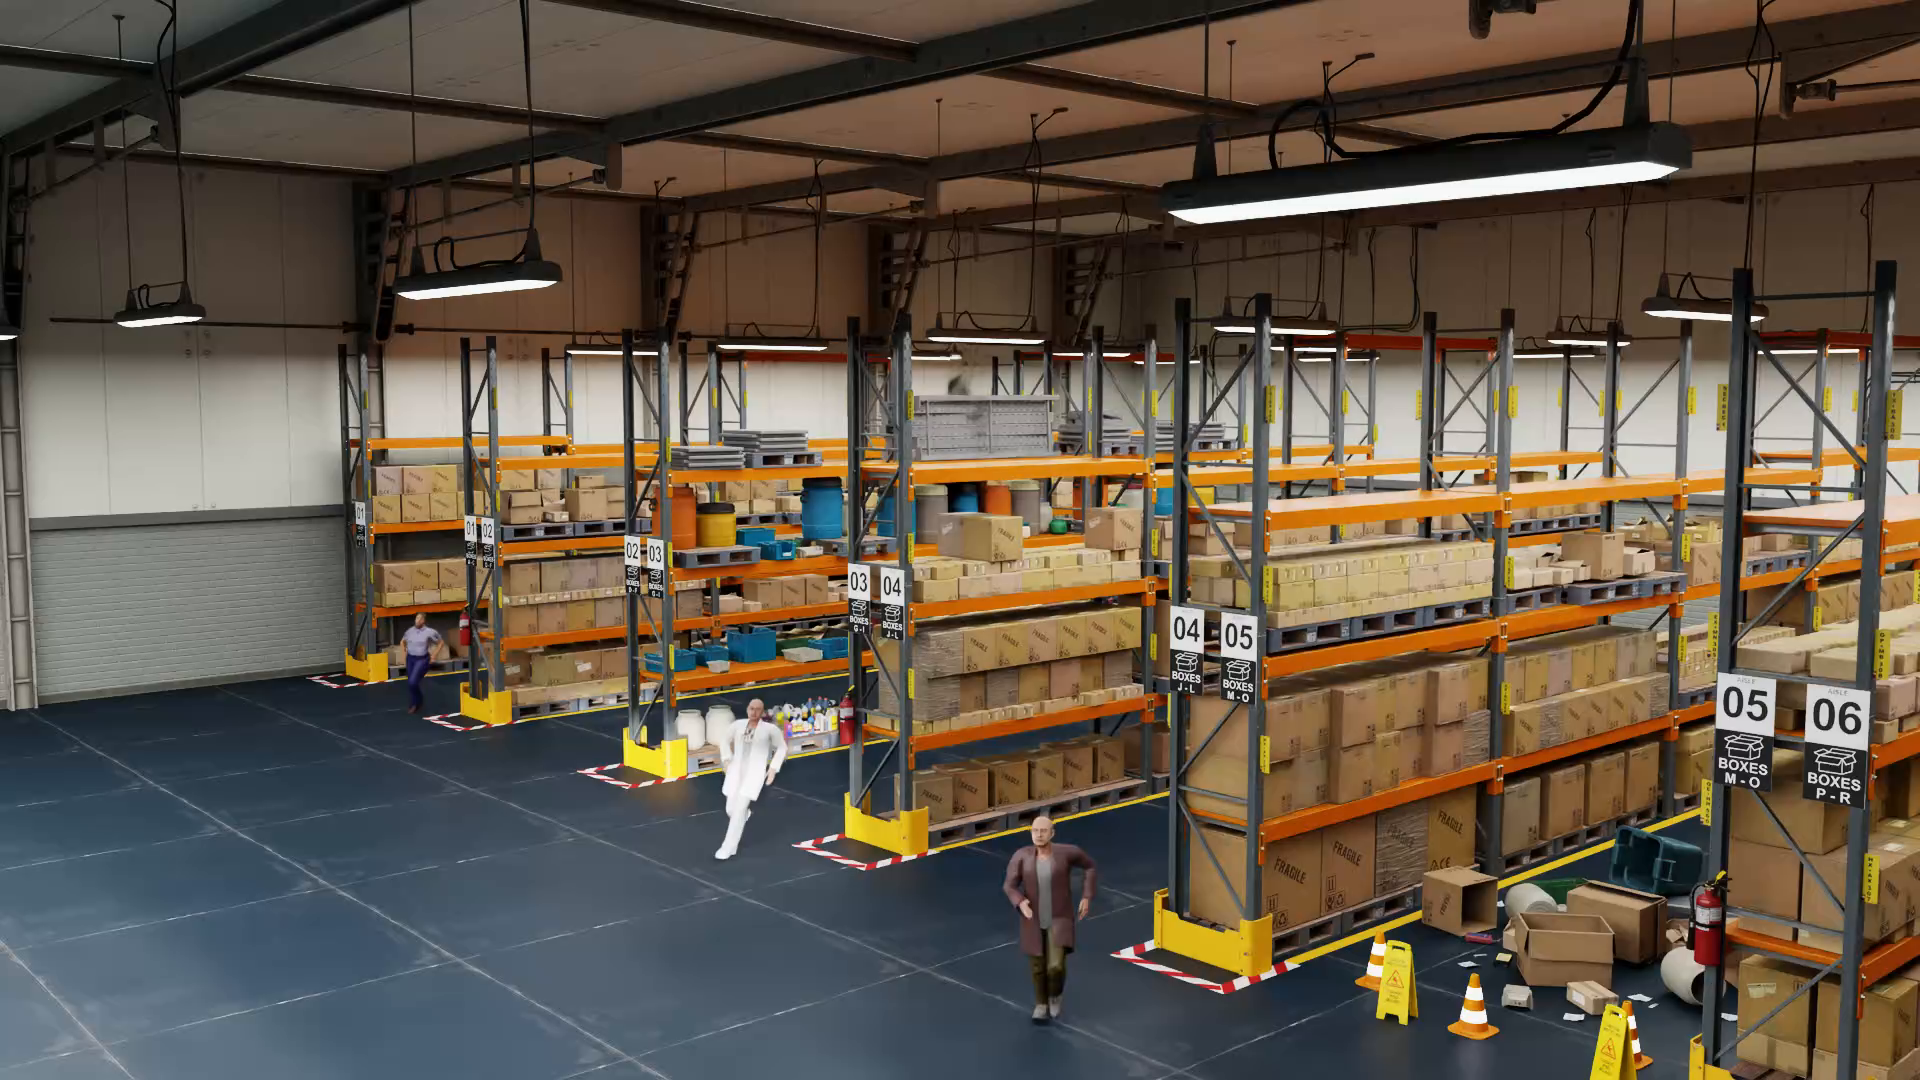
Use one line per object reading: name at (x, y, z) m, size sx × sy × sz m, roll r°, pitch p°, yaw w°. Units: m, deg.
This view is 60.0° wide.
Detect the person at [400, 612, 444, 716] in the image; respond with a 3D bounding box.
person at (-8.653, 1.978, 26.627) m, size 0.658 × 1.649 × 0.638 m, roll 1°, pitch 5°, yaw 16°

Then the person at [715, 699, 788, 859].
person at (-2.347, 2.636, 18.599) m, size 0.773 × 1.723 × 0.931 m, roll 1°, pitch 5°, yaw 13°

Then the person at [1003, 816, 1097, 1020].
person at (0.711, 3.085, 13.426) m, size 0.729 × 1.729 × 0.817 m, roll 1°, pitch 5°, yaw 12°
